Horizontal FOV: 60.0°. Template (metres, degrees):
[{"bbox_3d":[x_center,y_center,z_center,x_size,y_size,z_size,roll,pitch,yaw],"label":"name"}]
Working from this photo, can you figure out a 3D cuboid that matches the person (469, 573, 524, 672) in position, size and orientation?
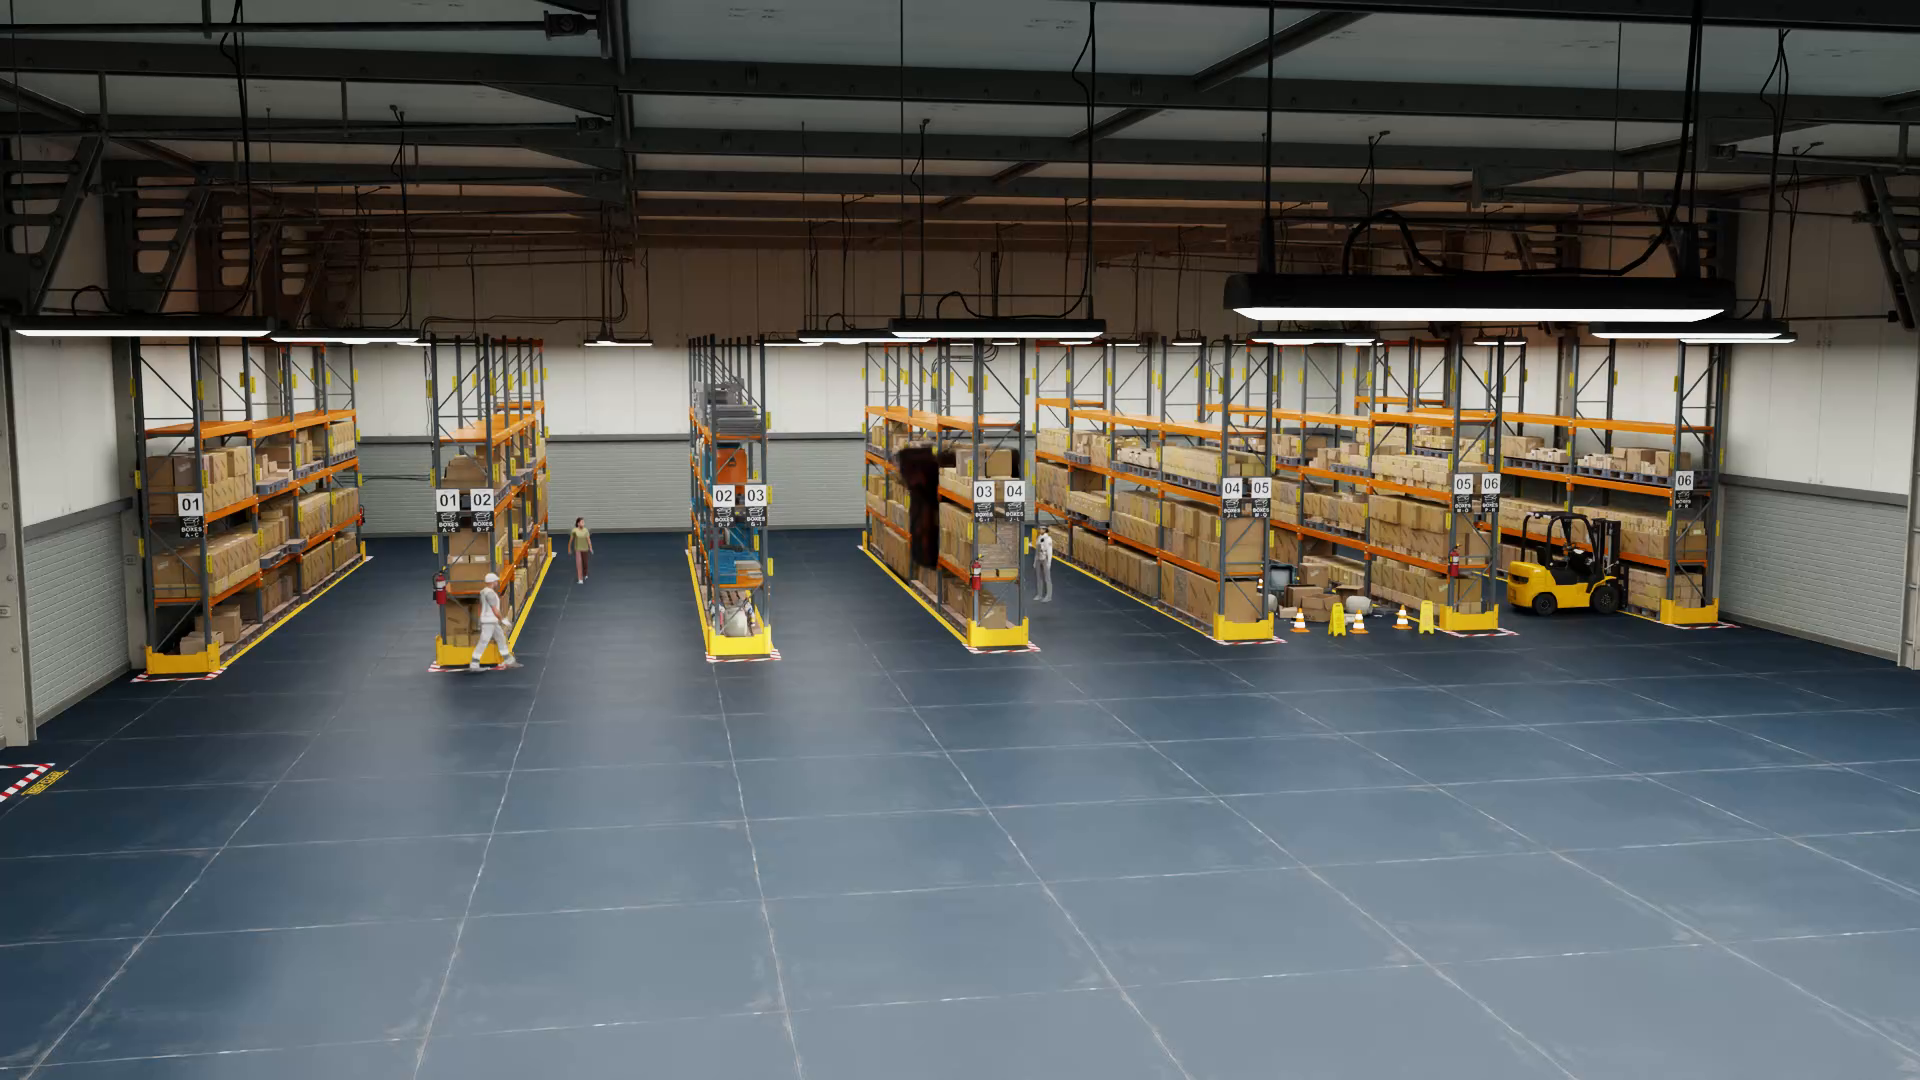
[{"bbox_3d":[-8.228,1.449,29.467,0.951,1.739,0.526,-2,7,-17],"label":"person"}]

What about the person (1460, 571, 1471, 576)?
[{"bbox_3d":[11.635,0.507,38.352,0.418,1.678,0.550,3,7,26],"label":"person"}]

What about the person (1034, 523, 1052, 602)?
[{"bbox_3d":[1.792,0.467,35.923,0.349,1.689,0.509,-5,8,-39],"label":"person"}]

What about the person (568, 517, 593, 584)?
[{"bbox_3d":[-9.322,0.247,40.817,0.605,1.621,1.059,-2,7,-15],"label":"person"}]
